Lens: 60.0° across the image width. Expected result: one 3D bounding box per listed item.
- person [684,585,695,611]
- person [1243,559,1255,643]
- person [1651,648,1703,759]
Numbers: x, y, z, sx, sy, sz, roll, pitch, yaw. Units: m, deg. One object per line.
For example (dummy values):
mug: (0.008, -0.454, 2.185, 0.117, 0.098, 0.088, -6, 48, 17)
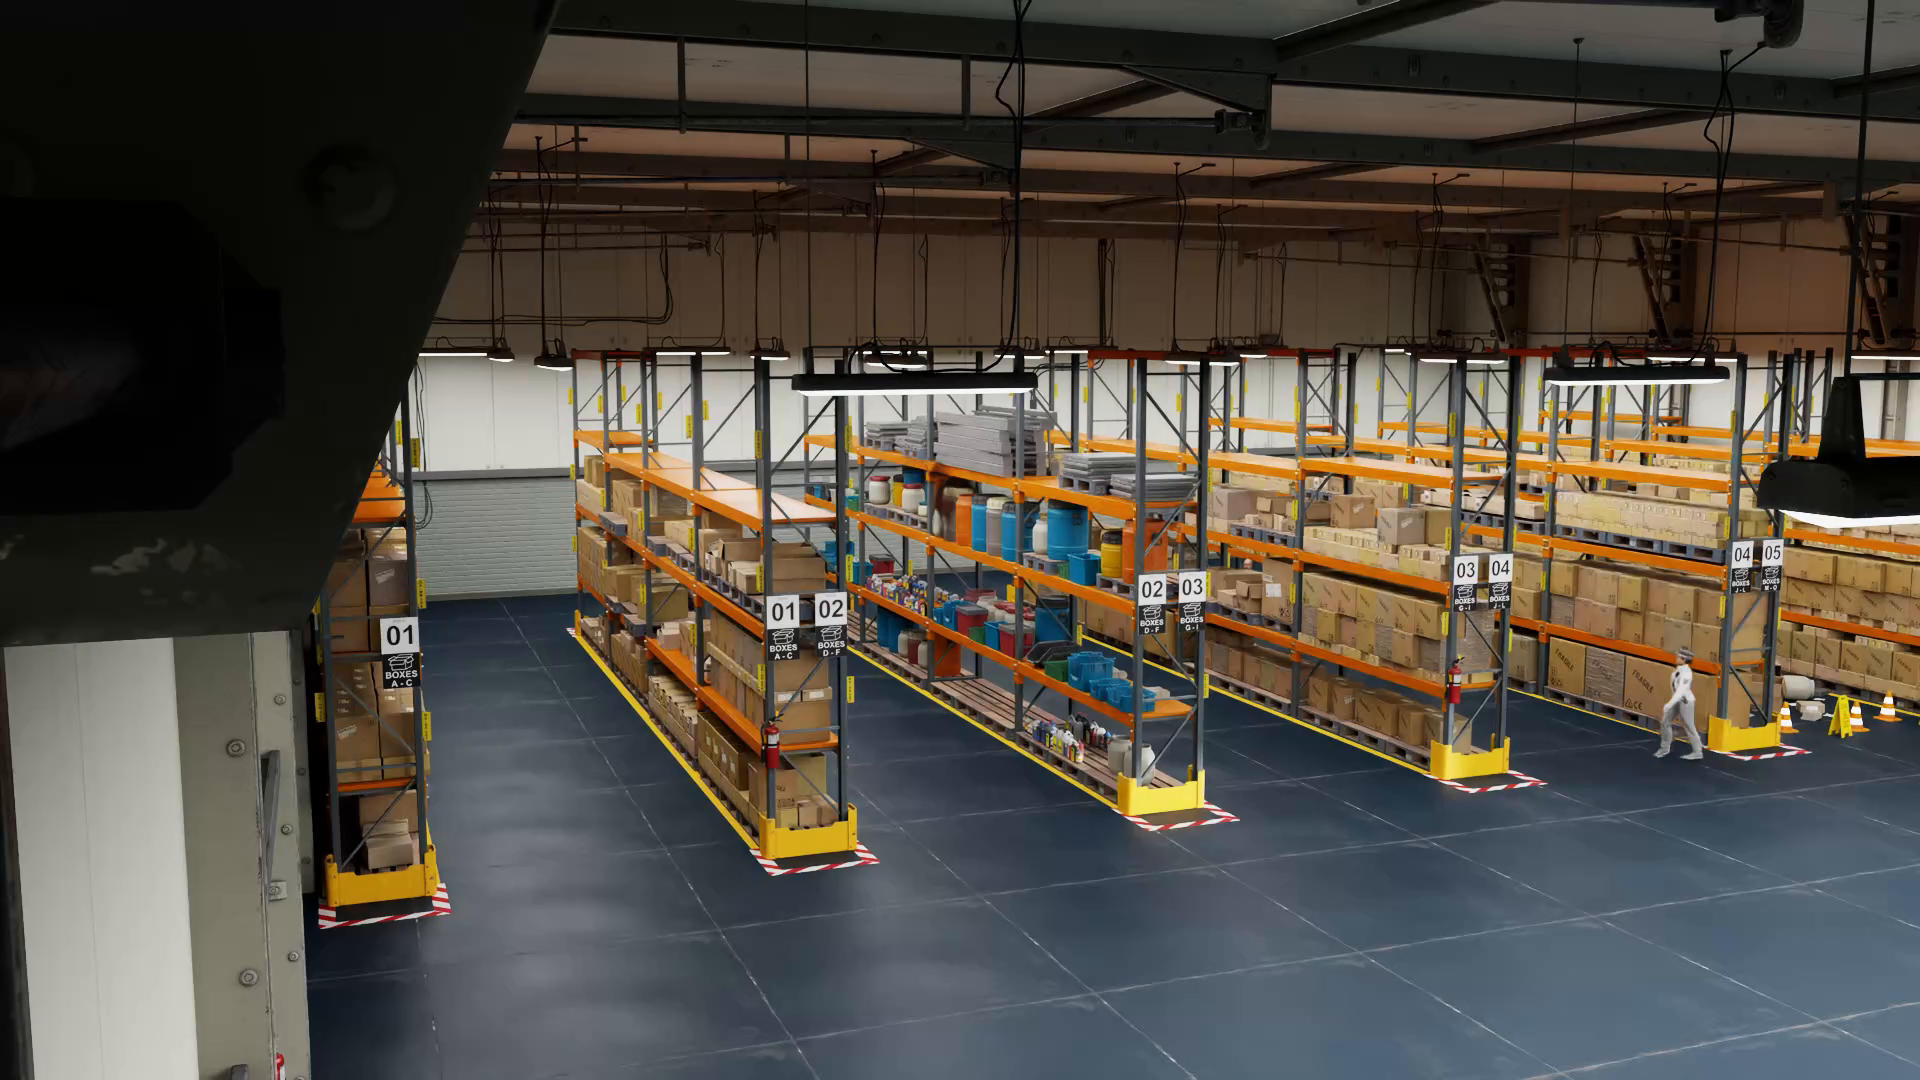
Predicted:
person: (-5.958, 1.015, 35.896, 0.492, 1.702, 0.612, 5, 9, 34)
person: (5.750, 1.272, 33.634, 0.485, 1.779, 0.601, -3, 8, -24)
person: (10.714, 2.451, 24.756, 0.681, 1.715, 0.553, 1, 7, 9)
